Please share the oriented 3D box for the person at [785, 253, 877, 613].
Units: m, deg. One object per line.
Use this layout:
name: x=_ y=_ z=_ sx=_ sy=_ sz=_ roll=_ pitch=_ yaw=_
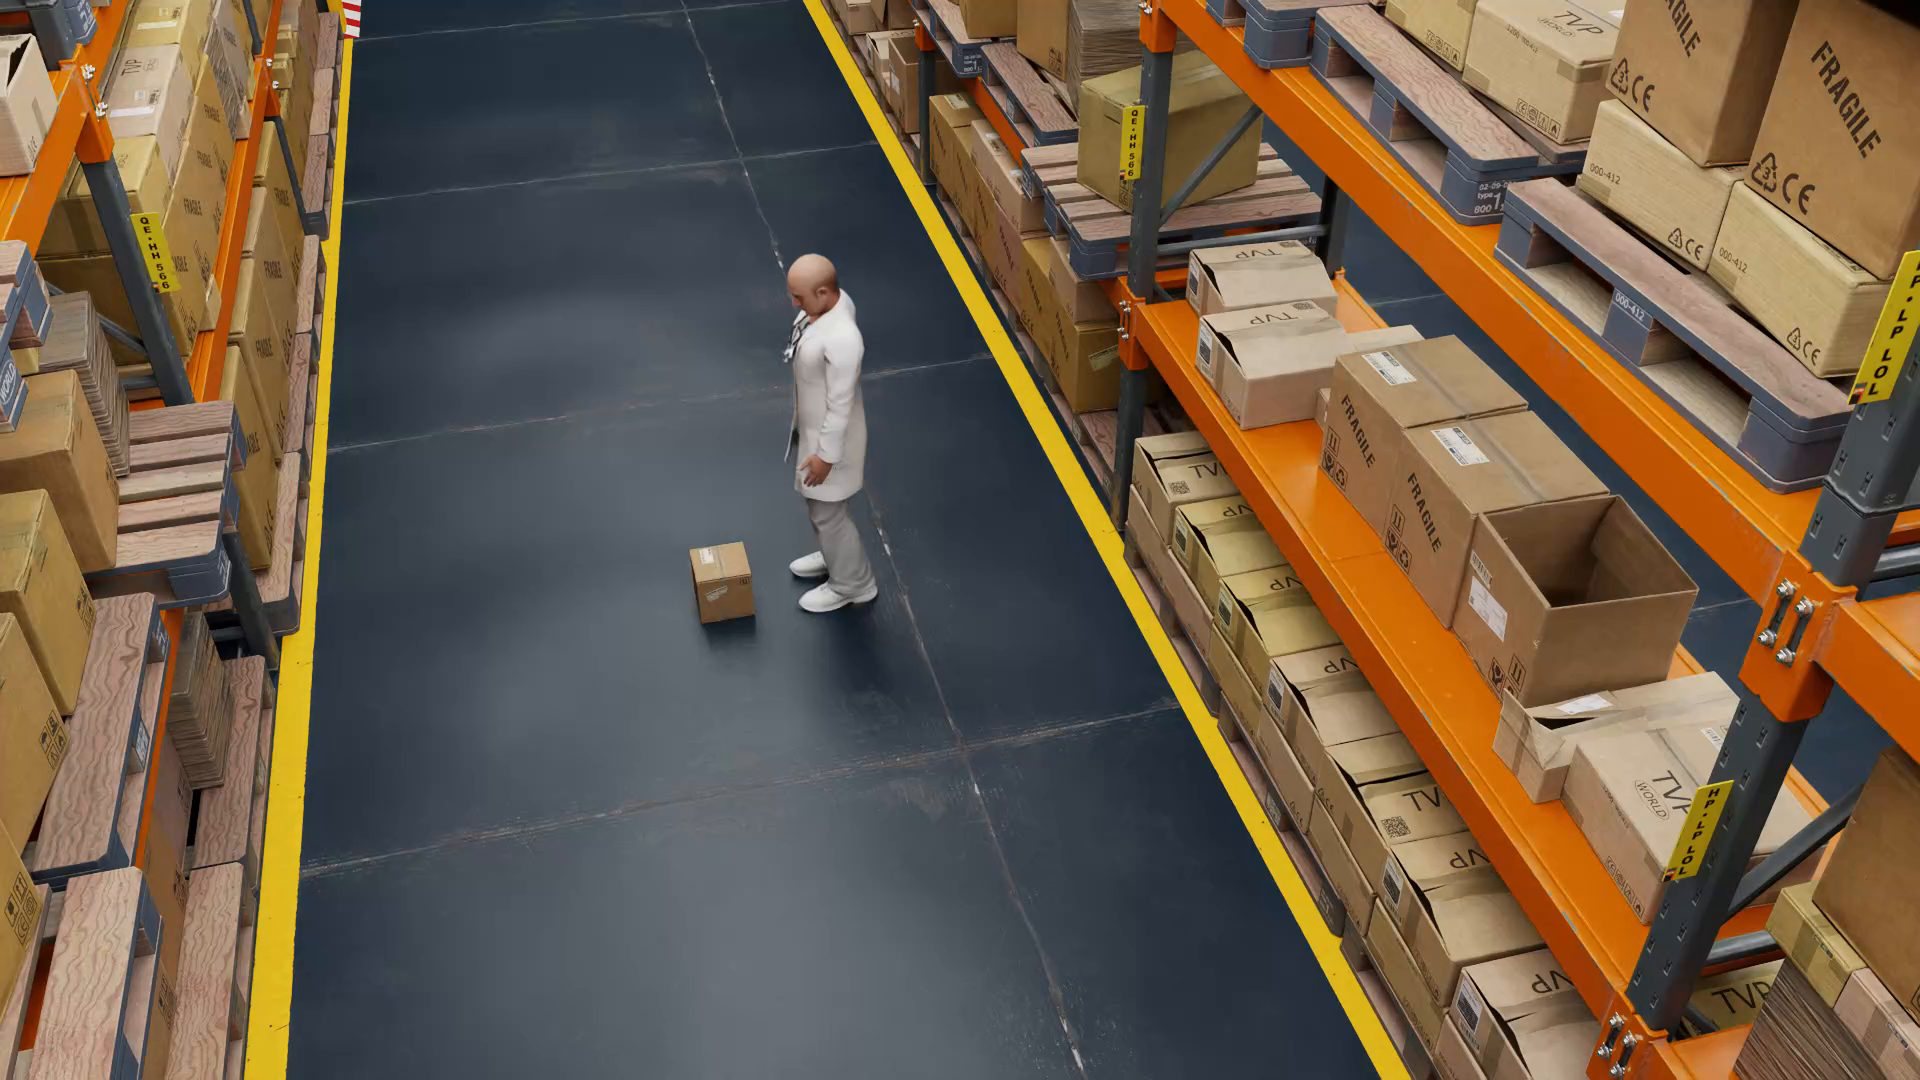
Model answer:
person: x=-0.593 y=-0.467 z=7.349 sx=0.379 sy=1.765 sz=0.567 roll=-9 pitch=39 yaw=-11
